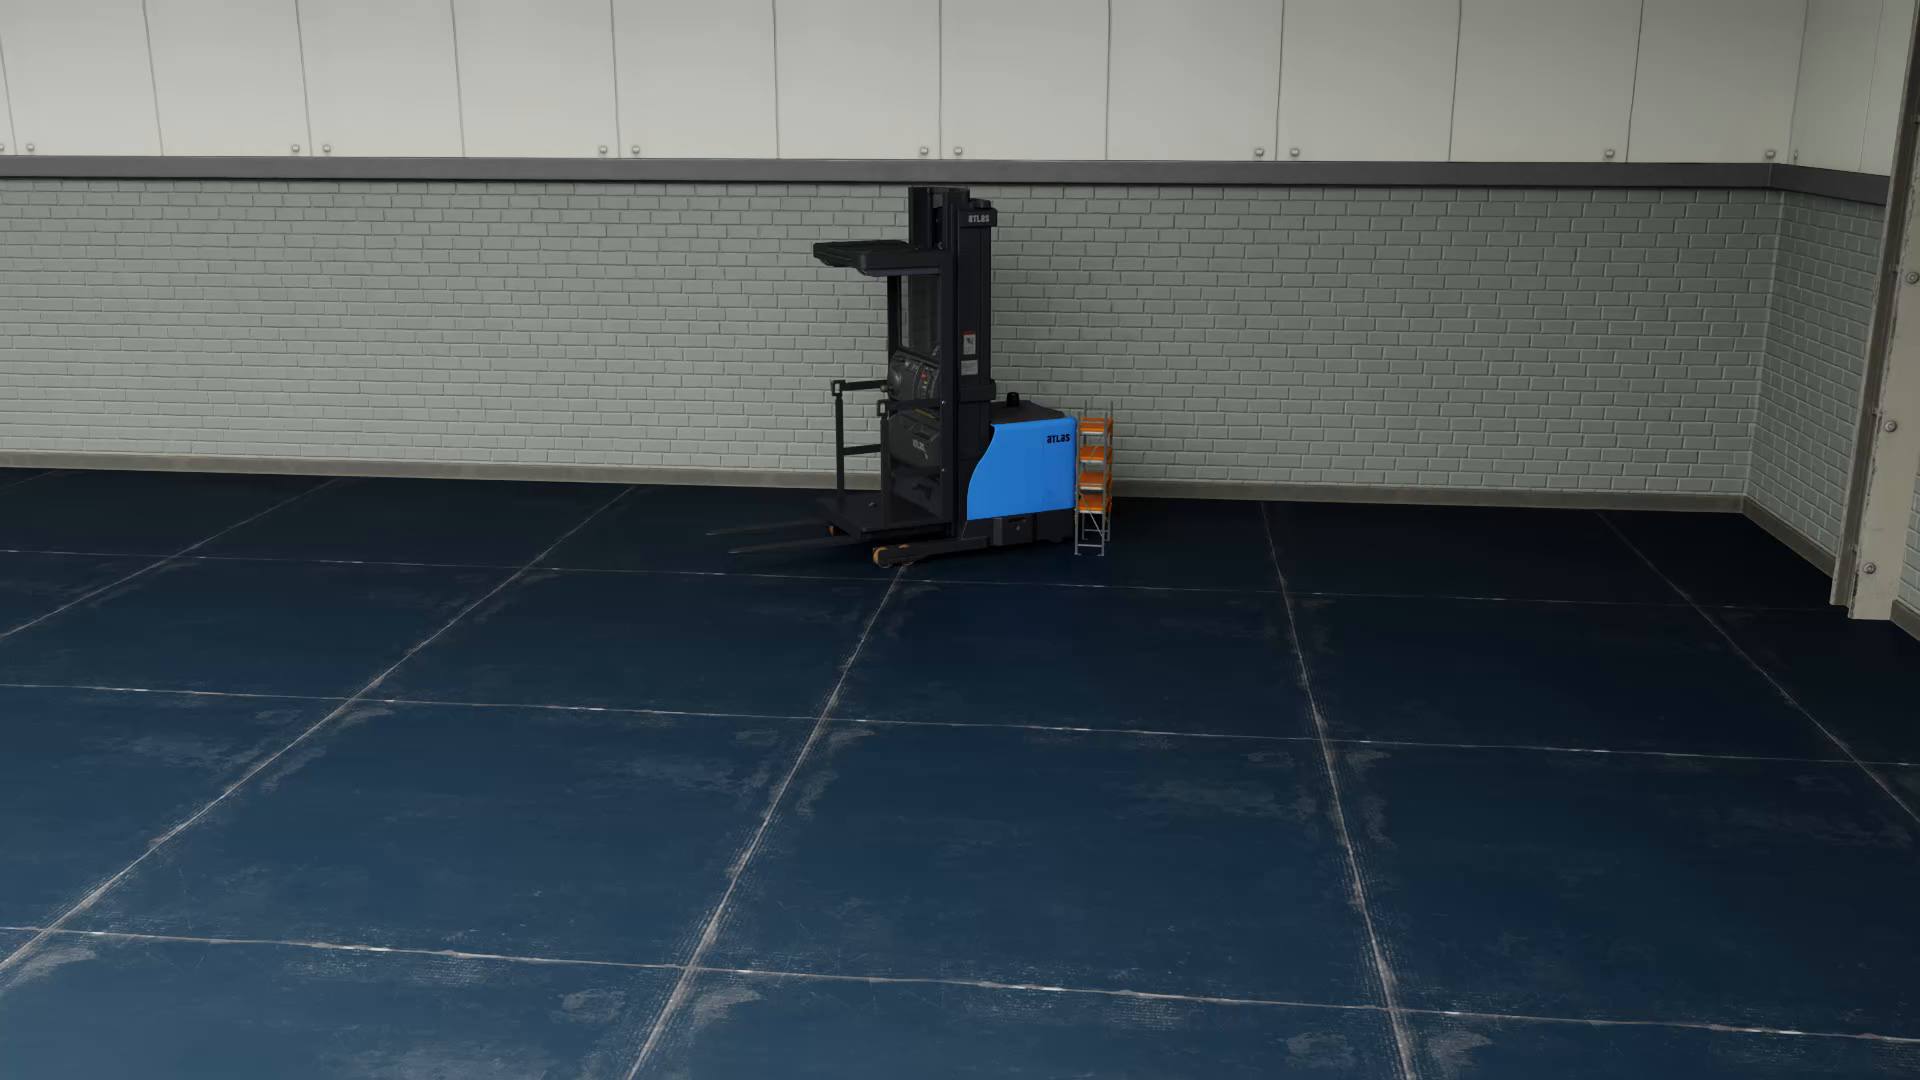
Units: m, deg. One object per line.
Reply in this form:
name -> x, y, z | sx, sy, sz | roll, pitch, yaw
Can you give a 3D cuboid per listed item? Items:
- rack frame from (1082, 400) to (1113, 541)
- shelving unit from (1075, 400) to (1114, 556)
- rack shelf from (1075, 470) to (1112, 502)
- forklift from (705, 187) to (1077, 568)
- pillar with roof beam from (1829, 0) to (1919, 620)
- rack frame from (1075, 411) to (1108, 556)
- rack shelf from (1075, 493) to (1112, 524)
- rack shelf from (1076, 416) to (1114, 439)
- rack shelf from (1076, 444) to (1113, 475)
rack frame -> 1.156, -0.580, 14.008 | 0.240, 1.200, 0.015 | 3, 15, 10
shelving unit -> 1.112, -0.517, 13.777 | 0.258, 1.200, 0.503 | 3, 15, 10
rack shelf -> 1.112, -0.452, 13.794 | 0.258, 0.148, 0.480 | 3, 15, 10
forklift -> -0.564, -1.346, 13.525 | 3.031, 2.935, 1.130 | -7, 17, -24
pillar with roof beam -> 2.352, -3.948, 11.523 | 9.100, 9.000, 0.400 | 2, 15, 6
rack frame -> 1.067, -0.455, 13.545 | 0.240, 1.200, 0.015 | 3, 15, 10
rack shelf -> 1.112, -0.261, 13.846 | 0.258, 0.148, 0.480 | 3, 15, 10
rack shelf -> 1.112, -0.897, 13.674 | 0.258, 0.148, 0.480 | 3, 15, 10
rack shelf -> 1.112, -0.668, 13.736 | 0.258, 0.148, 0.480 | 3, 15, 10
